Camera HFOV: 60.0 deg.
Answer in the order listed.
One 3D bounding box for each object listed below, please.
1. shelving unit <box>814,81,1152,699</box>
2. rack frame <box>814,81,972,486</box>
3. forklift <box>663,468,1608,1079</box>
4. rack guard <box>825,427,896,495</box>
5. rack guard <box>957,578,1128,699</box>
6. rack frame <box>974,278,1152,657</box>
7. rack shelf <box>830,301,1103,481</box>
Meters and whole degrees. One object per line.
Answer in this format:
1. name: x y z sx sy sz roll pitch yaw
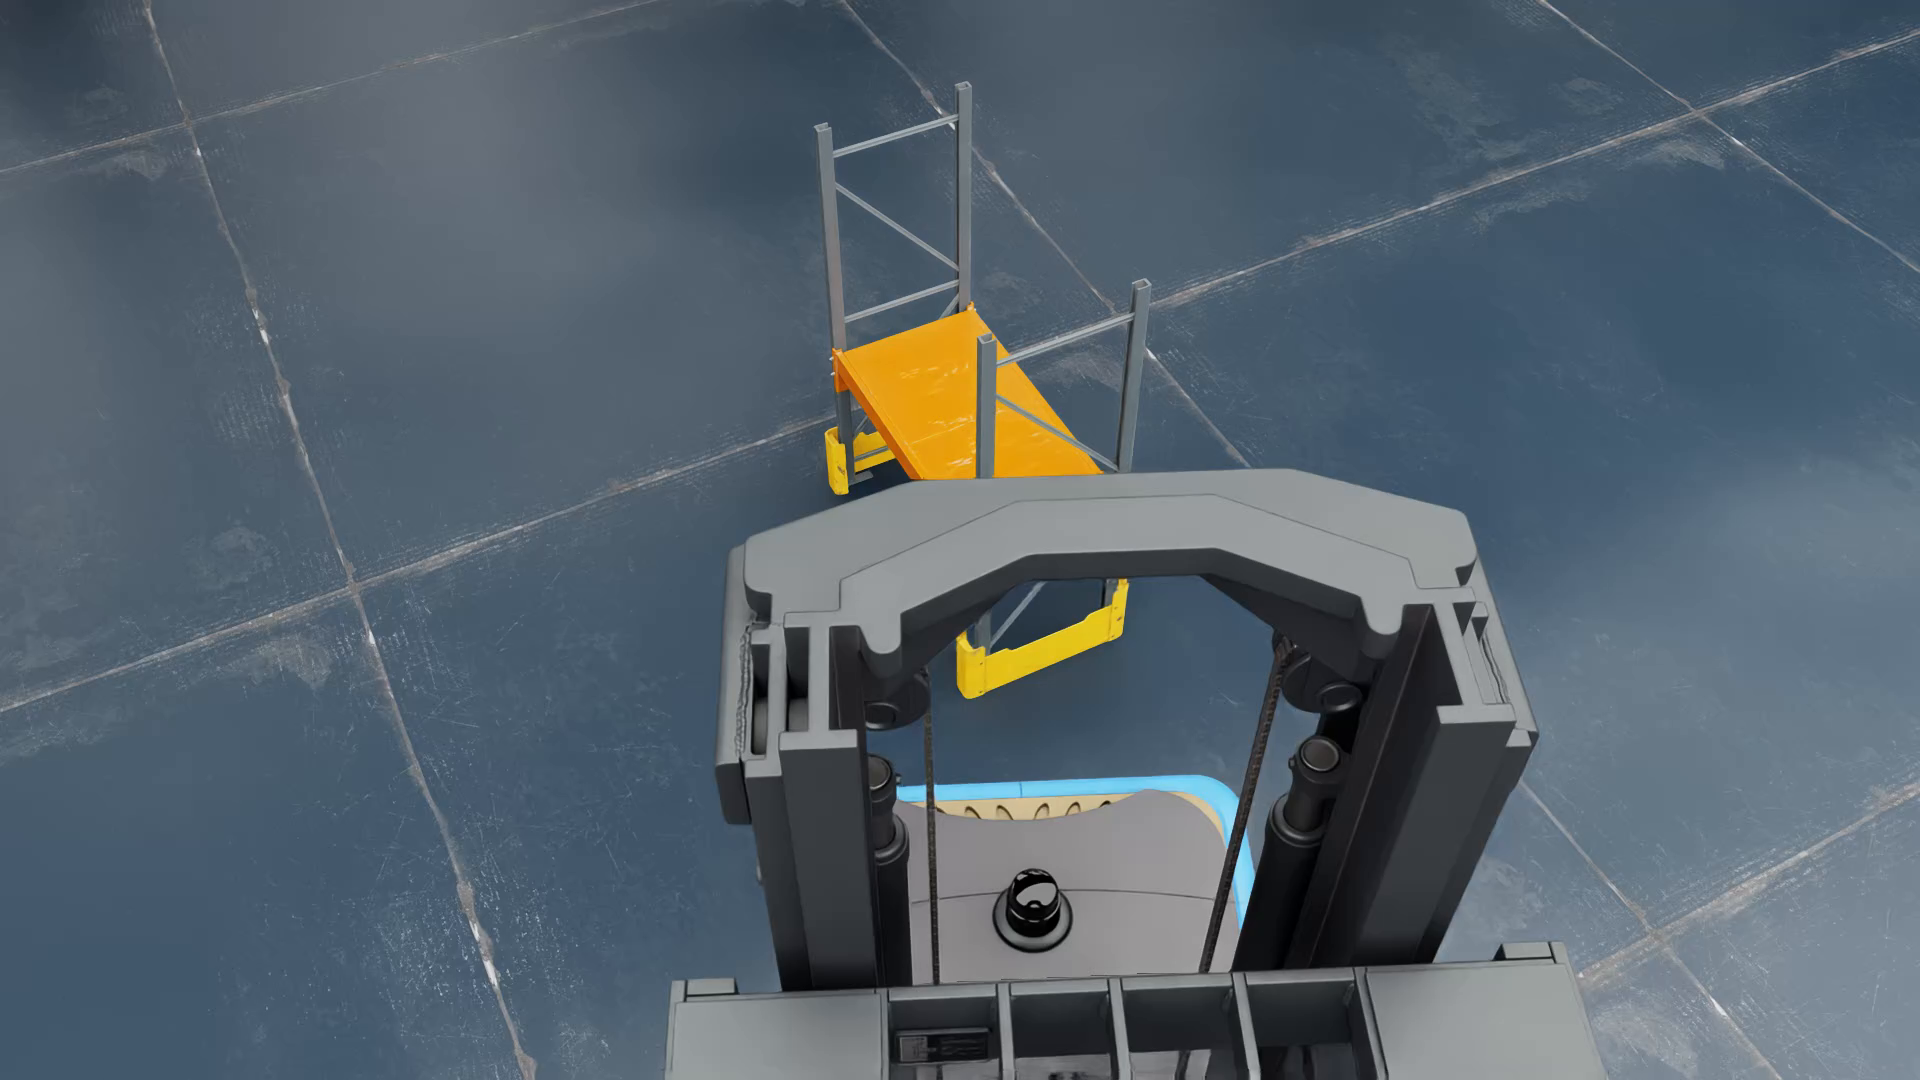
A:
1. shelving unit: 0.035 -0.443 5.141 0.587 1.500 1.083 -21 52 -18
2. rack frame: -0.194 -0.777 5.433 0.500 1.500 0.032 -21 52 -18
3. forklift: 0.209 1.411 2.568 1.130 2.935 3.031 -2 49 -2
4. rack guard: -0.193 -0.365 5.903 0.587 0.250 0.087 -21 52 -18
5. rack guard: 0.263 0.302 5.320 0.587 0.250 0.087 -21 52 -18
6. rack frame: 0.272 -0.096 4.838 0.500 1.500 0.032 -21 52 -18
7. rack shelf: 0.039 -0.318 5.271 0.538 0.185 1.000 -21 52 -18
